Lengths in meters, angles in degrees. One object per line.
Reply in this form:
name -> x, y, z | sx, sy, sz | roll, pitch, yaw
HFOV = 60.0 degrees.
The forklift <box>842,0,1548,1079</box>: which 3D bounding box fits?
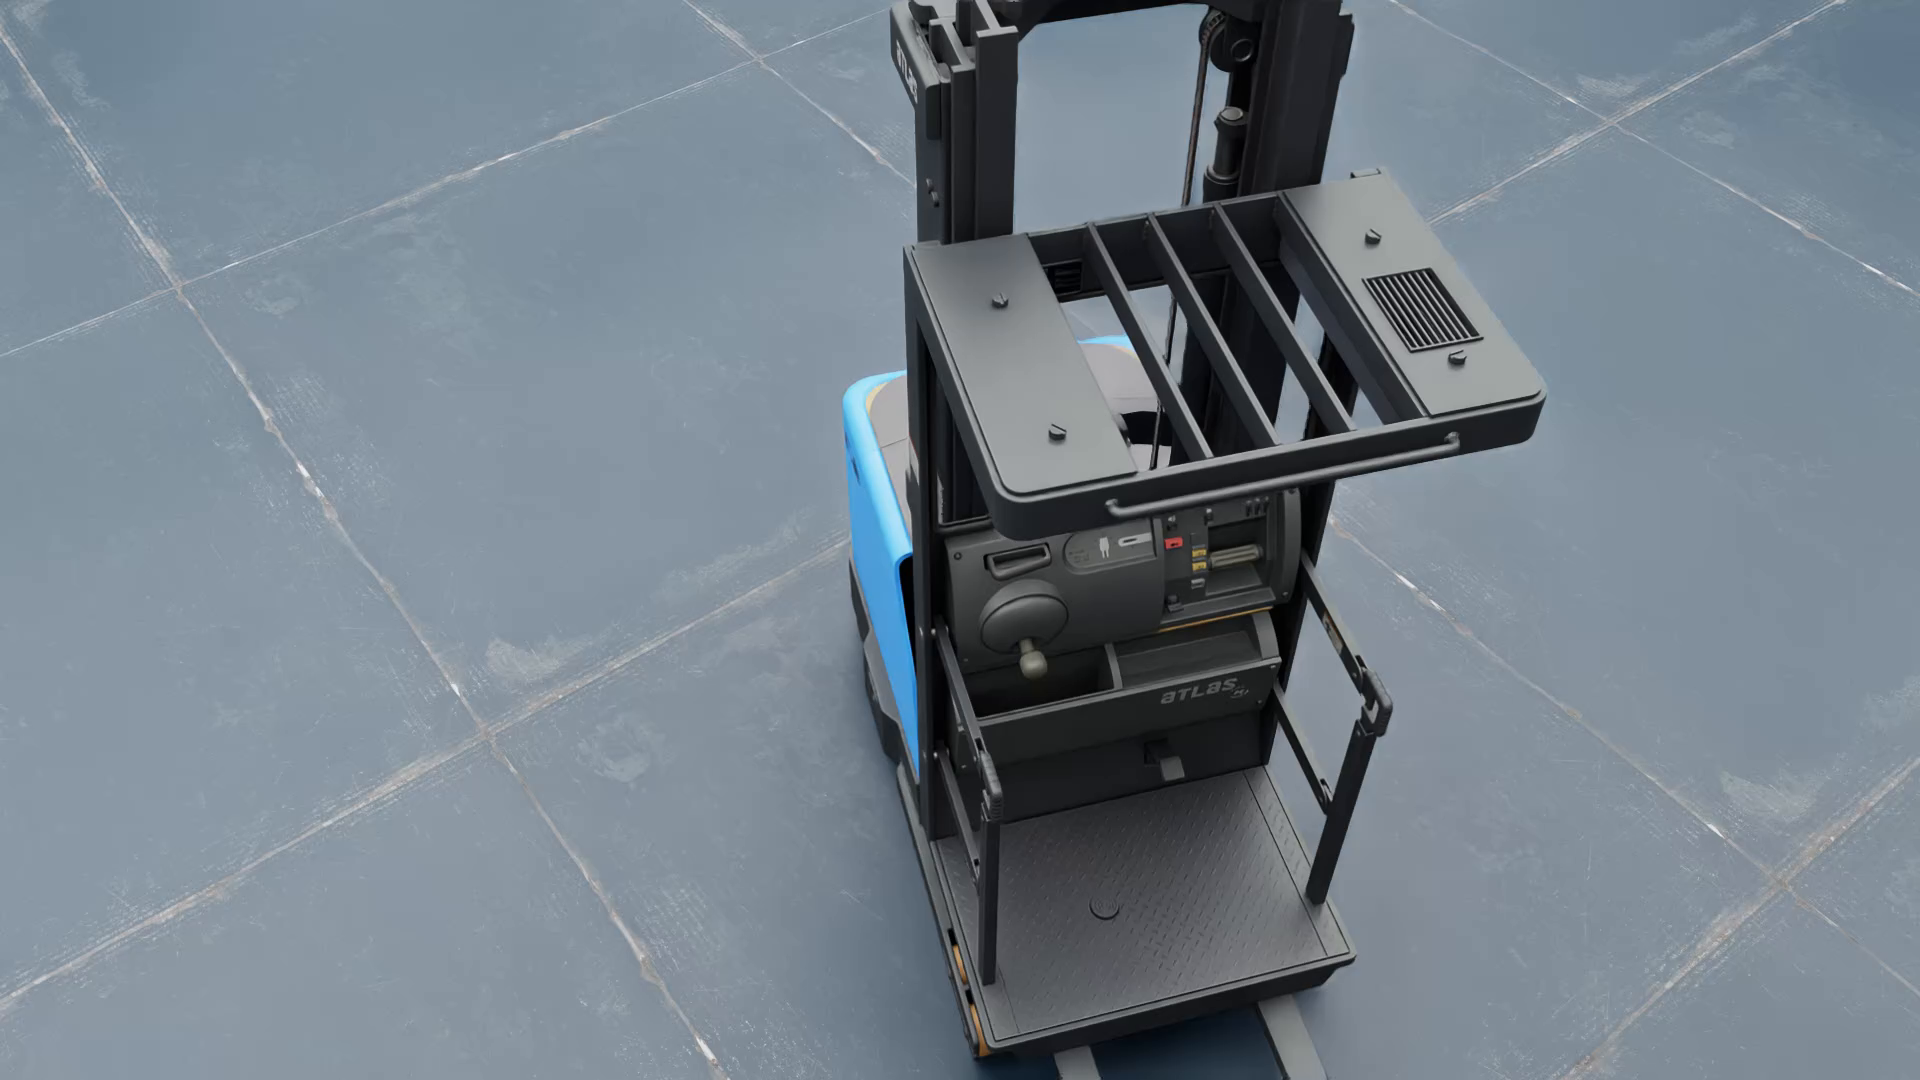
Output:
forklift -> 0.483, 0.195, 4.094 | 1.130, 2.935, 3.031 | -11, 49, -10
